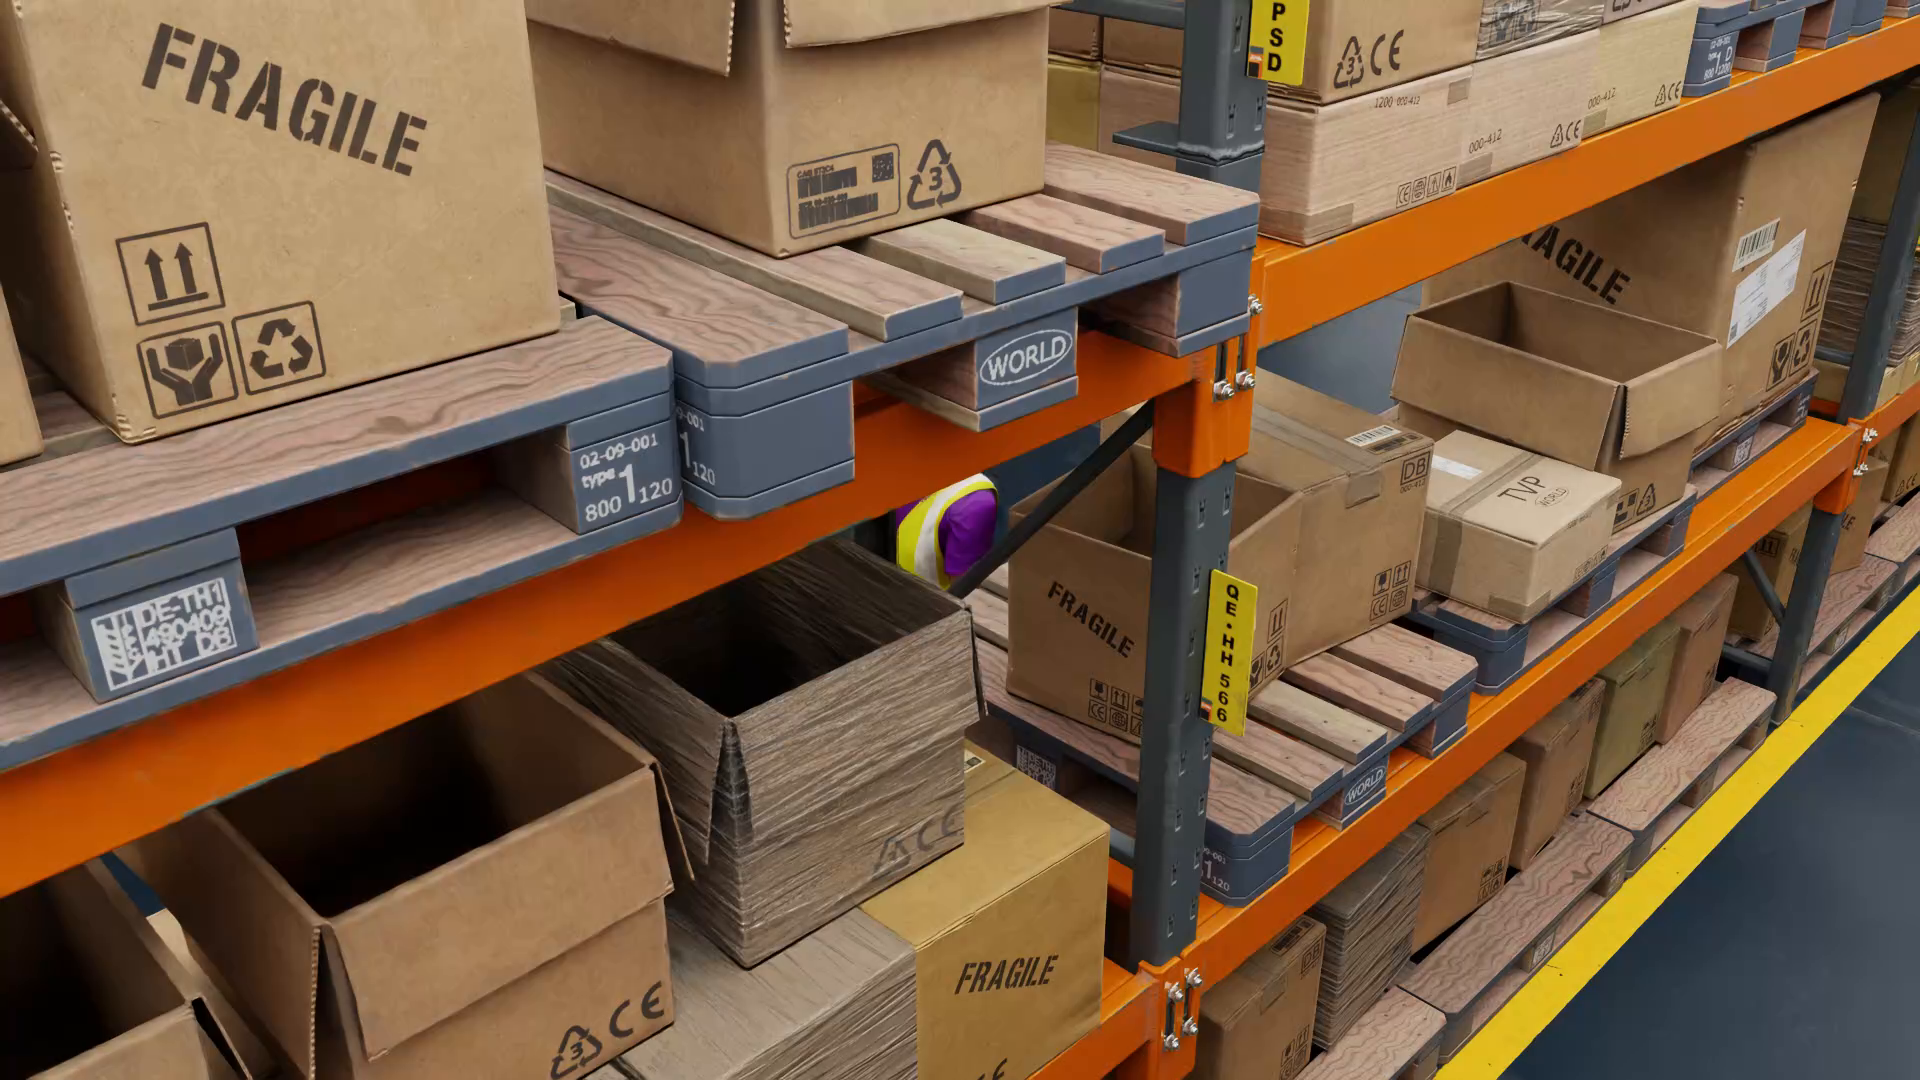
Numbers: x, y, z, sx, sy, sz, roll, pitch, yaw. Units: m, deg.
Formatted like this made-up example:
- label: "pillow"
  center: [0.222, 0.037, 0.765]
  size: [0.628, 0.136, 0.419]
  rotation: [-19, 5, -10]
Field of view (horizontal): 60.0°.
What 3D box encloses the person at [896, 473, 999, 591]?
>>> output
- label: "person"
  center: [-0.155, 0.284, 5.544]
  size: [0.922, 1.727, 0.582]
  rotation: [-23, 35, -36]
